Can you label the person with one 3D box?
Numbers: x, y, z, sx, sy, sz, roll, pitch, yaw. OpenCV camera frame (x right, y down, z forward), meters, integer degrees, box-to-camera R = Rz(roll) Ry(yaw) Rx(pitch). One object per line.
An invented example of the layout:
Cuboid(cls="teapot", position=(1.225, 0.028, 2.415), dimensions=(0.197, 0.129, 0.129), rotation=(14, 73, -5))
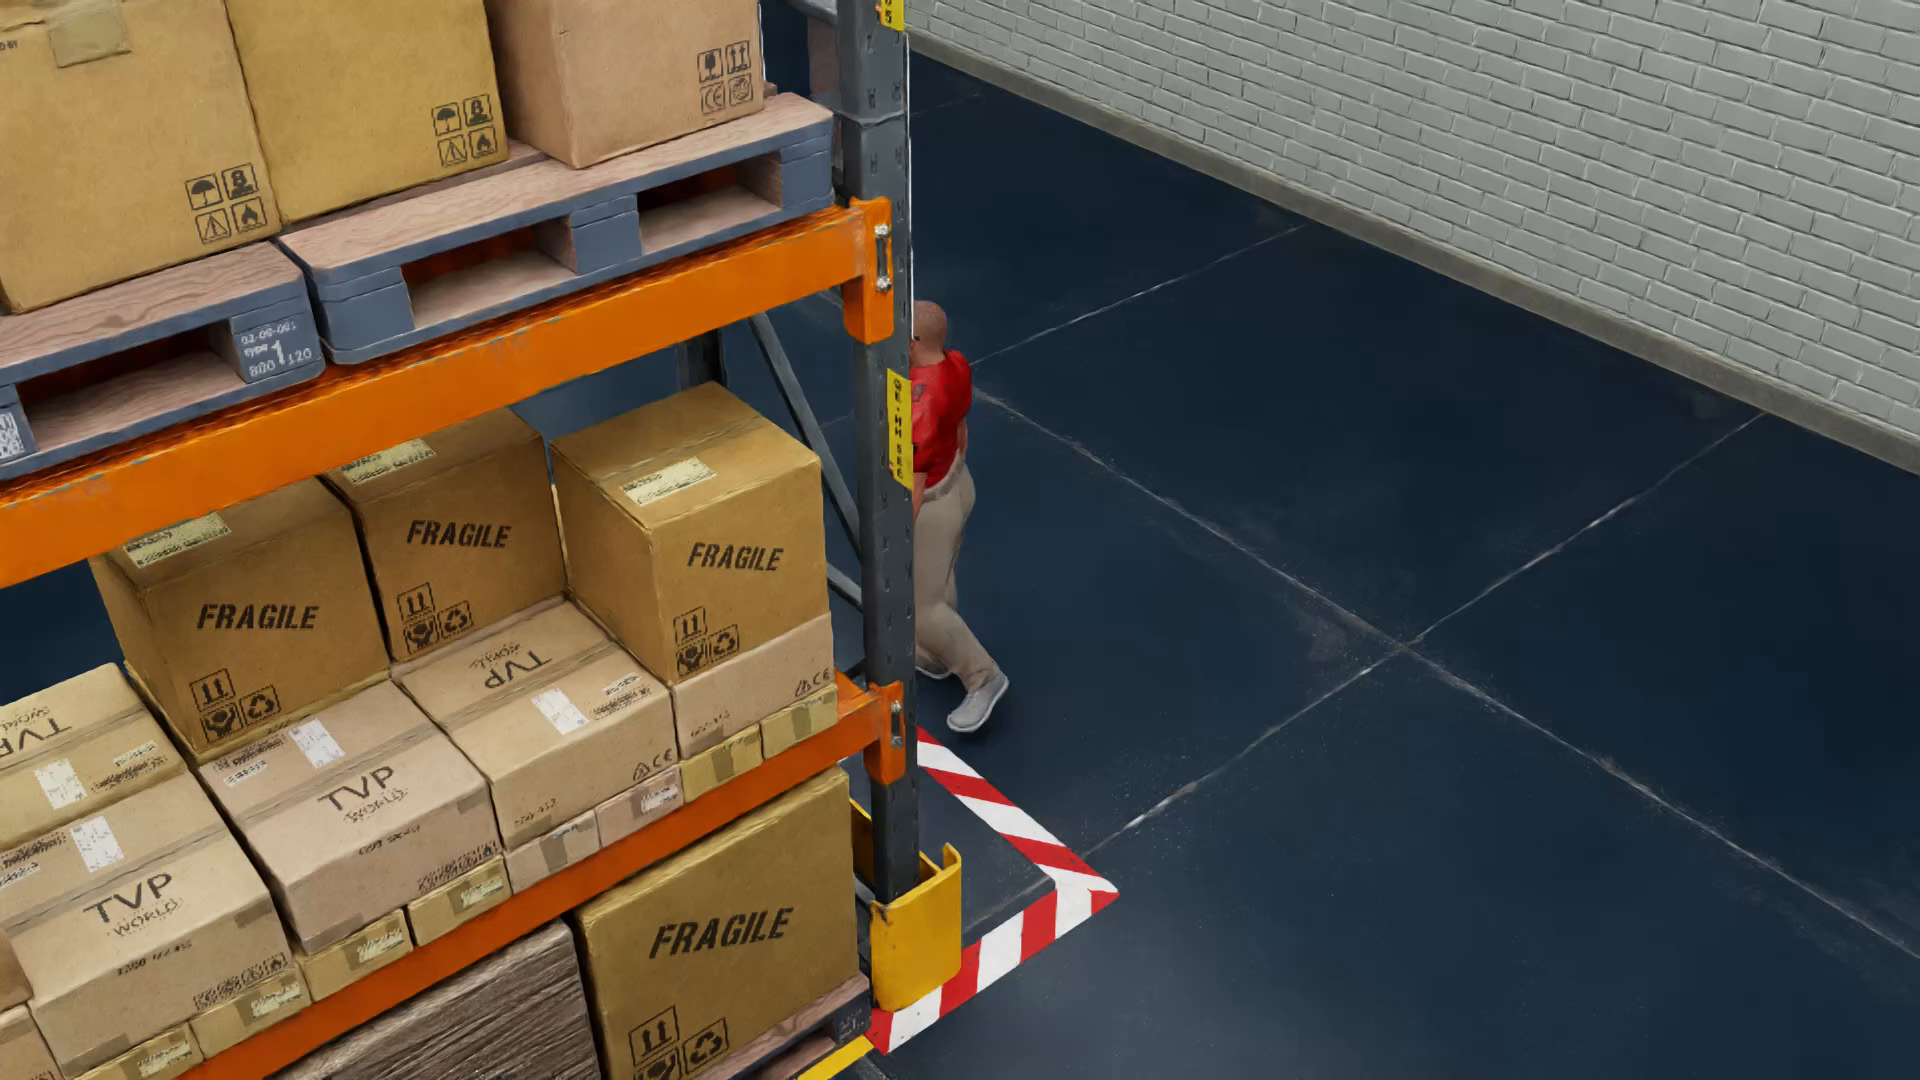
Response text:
Cuboid(cls="person", position=(-0.074, -0.076, 6.341), dimensions=(0.589, 1.626, 0.676), rotation=(9, 37, 13))
